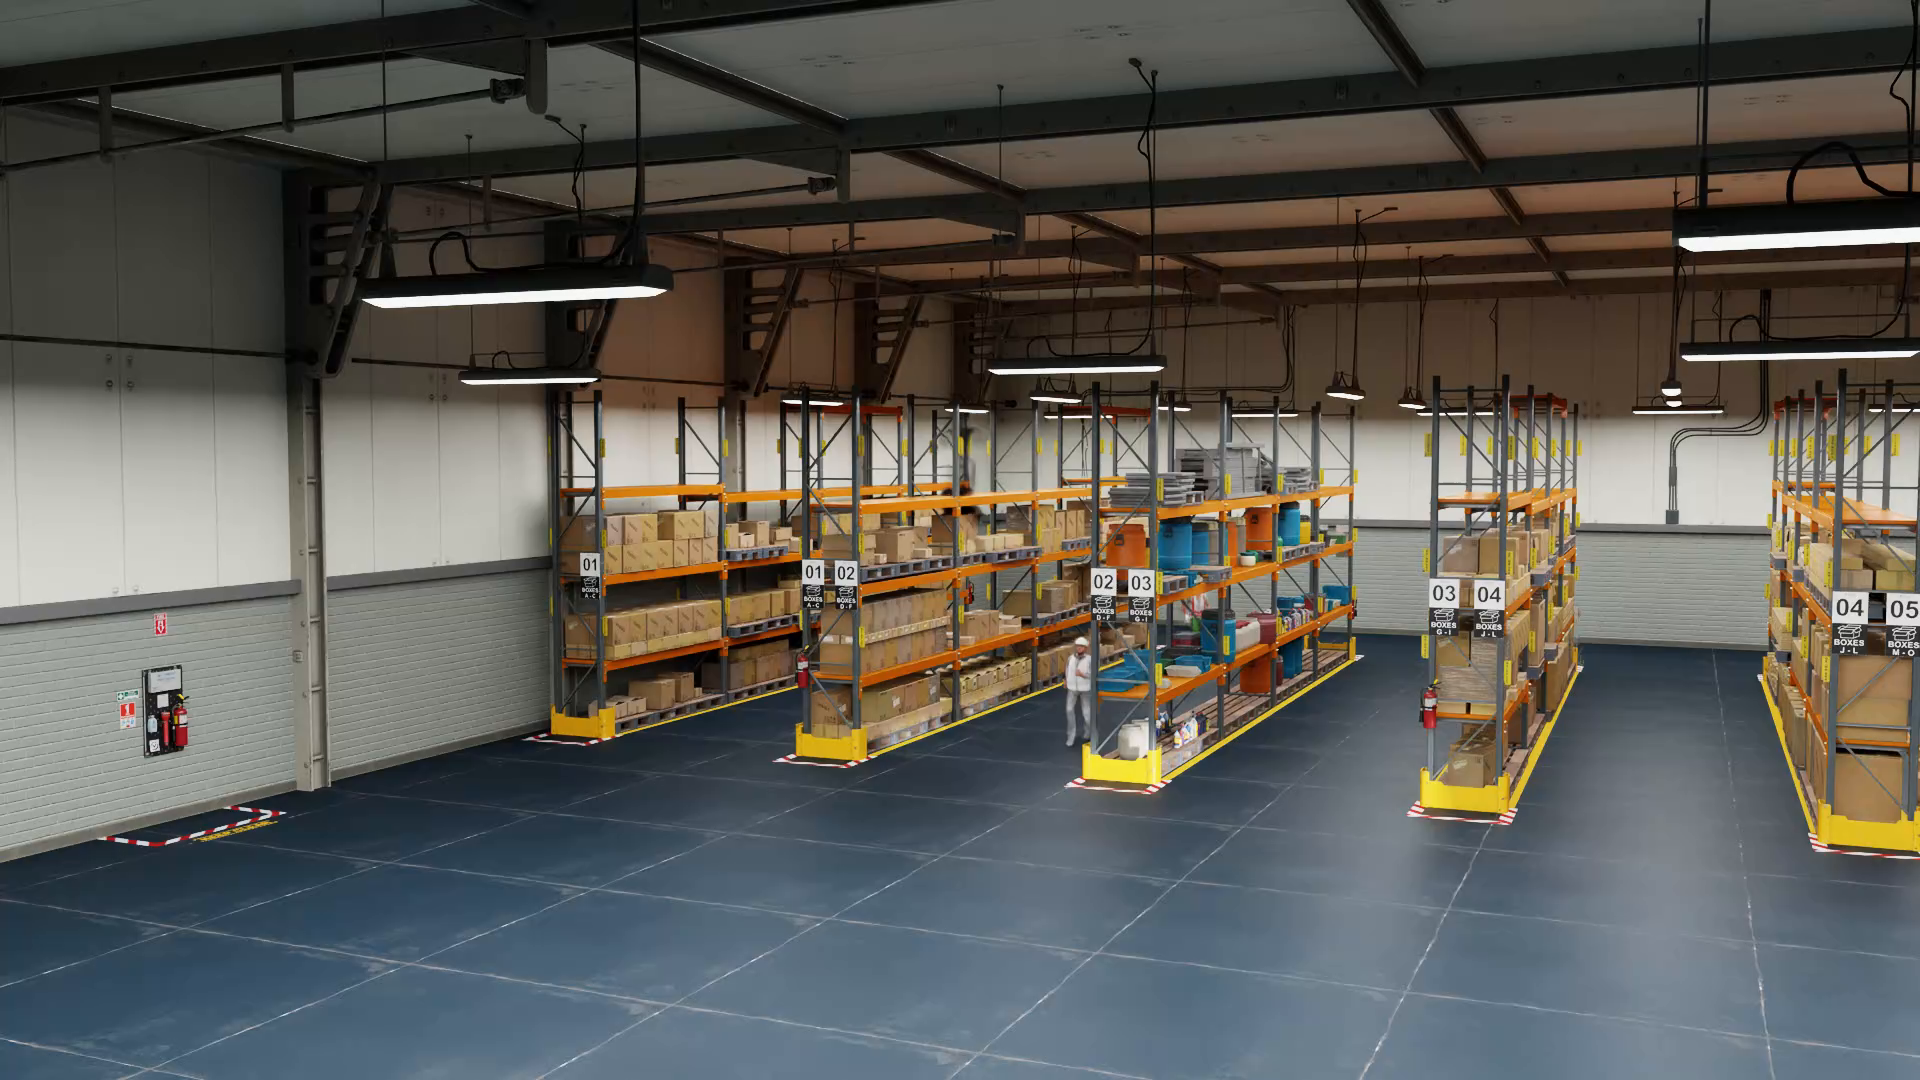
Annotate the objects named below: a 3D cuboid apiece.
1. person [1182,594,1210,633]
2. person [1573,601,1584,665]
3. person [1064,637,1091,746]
[{"bbox_3d":[5.737,1.914,40.250,0.697,1.761,0.687,0,3,-9],"label":"person"},{"bbox_3d":[14.061,1.962,38.602,0.651,1.795,0.959,-2,4,-30],"label":"person"},{"bbox_3d":[2.033,2.564,28.158,0.625,1.836,0.769,1,3,19],"label":"person"}]
